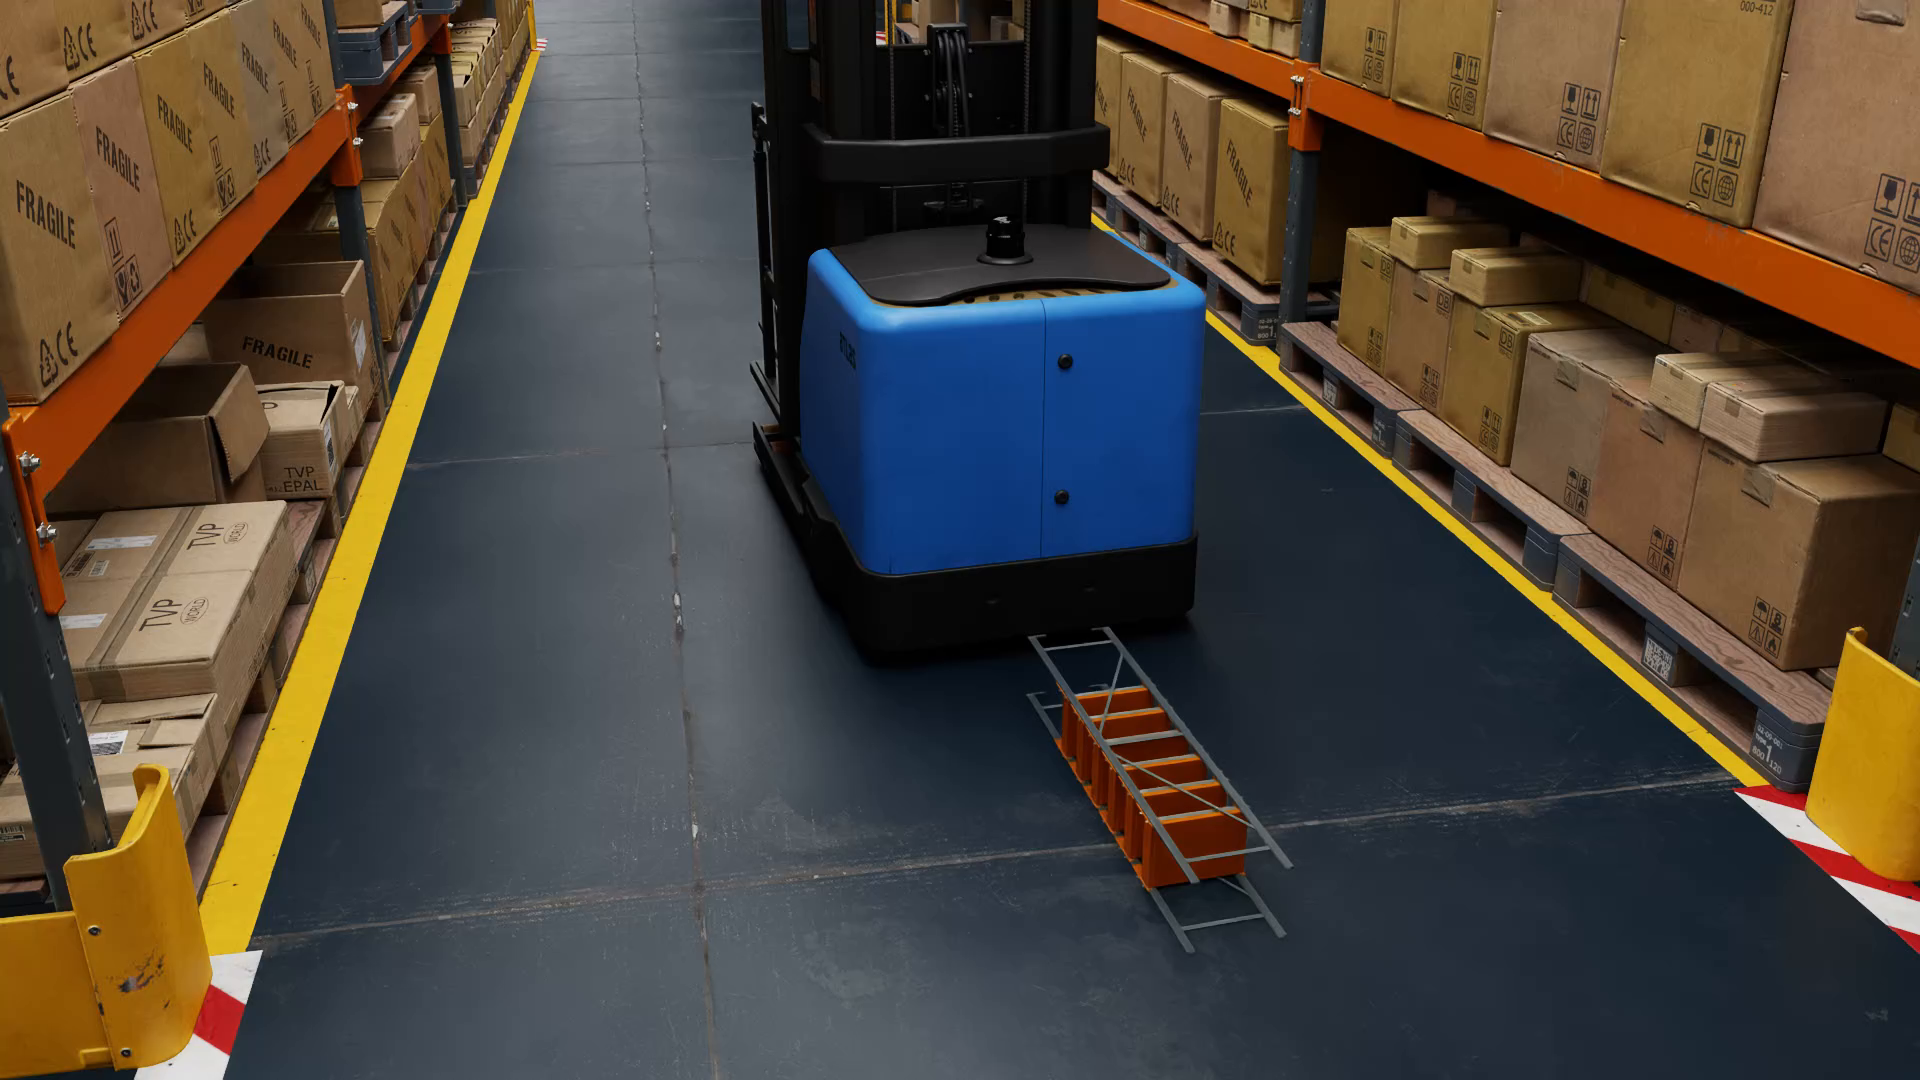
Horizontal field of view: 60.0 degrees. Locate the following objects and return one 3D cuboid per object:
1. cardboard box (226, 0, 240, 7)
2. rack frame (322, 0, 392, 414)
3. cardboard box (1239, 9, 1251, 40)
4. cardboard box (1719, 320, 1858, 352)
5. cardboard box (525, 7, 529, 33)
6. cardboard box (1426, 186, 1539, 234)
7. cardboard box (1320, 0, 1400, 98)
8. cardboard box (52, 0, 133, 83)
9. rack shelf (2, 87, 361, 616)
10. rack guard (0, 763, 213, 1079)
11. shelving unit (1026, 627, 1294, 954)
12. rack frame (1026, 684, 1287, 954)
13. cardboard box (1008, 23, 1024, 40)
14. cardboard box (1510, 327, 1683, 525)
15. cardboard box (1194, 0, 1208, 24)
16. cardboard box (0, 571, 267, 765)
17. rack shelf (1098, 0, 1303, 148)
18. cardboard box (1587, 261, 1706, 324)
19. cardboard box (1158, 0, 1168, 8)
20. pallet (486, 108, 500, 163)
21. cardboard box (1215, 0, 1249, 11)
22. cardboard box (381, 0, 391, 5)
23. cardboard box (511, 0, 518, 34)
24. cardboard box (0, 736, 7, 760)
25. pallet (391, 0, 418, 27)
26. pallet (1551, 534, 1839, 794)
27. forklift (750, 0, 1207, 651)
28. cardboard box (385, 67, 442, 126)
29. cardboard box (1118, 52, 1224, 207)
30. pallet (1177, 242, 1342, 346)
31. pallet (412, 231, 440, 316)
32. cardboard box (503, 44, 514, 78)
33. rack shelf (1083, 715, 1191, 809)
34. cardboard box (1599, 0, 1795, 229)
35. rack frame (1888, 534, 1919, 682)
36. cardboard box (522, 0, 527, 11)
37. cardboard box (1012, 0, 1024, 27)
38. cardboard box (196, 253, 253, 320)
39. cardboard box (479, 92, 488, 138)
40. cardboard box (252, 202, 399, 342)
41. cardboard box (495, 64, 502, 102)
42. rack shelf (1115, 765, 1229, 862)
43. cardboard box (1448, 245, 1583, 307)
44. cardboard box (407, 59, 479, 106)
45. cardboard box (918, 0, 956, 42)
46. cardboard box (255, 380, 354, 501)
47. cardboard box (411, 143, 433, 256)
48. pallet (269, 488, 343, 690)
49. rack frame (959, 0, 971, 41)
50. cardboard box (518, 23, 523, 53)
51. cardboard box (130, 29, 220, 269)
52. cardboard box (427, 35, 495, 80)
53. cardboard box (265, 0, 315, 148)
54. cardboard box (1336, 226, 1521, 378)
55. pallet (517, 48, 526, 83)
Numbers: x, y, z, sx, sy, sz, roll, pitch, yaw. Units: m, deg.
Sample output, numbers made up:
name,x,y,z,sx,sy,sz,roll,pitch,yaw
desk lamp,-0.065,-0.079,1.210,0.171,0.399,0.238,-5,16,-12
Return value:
name,x,y,z,sx,sy,sz,roll,pitch,yaw
cardboard box,-2.359,-1.816,4.787,0.500,0.500,0.500,-4,24,-9
rack frame,-2.897,-1.891,6.333,1.000,3.000,0.127,-4,24,-10
cardboard box,1.556,-2.468,7.943,0.380,0.149,0.250,-4,24,-8
cardboard box,2.562,-0.562,5.076,0.380,0.149,0.250,-4,24,-9
cardboard box,-4.727,-5.355,17.174,0.500,0.250,0.500,-4,24,-10
cardboard box,2.176,-1.374,6.936,0.380,0.149,0.250,-4,24,-10
cardboard box,2.055,-2.182,6.624,0.980,0.700,0.700,-4,24,-9
cardboard box,-2.085,-1.221,3.424,0.500,0.500,0.500,-4,24,-9
rack shelf,-2.527,-0.775,4.676,1.077,0.370,4.000,-4,24,-10
rack guard,-2.172,0.798,3.299,1.175,0.500,0.348,-4,24,-10
shelving unit,0.460,0.578,4.181,0.258,0.189,1.200,-6,25,-14
rack frame,0.460,0.662,4.218,0.240,0.006,1.200,-6,25,-14
cardboard box,0.788,-3.975,13.676,0.700,0.500,0.500,-5,24,-11
cardboard box,2.296,-0.396,5.507,0.700,0.500,0.500,-5,24,-11
cardboard box,1.438,-2.769,8.630,0.380,0.149,0.250,-5,24,-11
cardboard box,-2.072,0.309,4.181,0.500,0.250,0.500,-4,24,-10
rack shelf,1.601,-2.717,9.121,1.077,0.370,4.000,-4,24,-10
cardboard box,2.420,-0.862,5.764,0.380,0.149,0.250,-5,24,-11
cardboard box,1.329,-3.076,9.335,0.380,0.149,0.250,-4,24,-9
pallet,-3.973,-2.993,12.338,1.003,0.211,1.213,-4,24,-10
cardboard box,1.533,-2.814,7.923,0.500,0.500,0.500,-4,24,-9
cardboard box,-2.954,-2.598,7.302,0.700,0.500,0.500,-1,24,-1
cardboard box,-4.340,-4.913,15.225,0.500,0.500,0.500,-4,24,-10
cardboard box,-2.487,0.417,4.038,0.380,0.166,0.250,-4,24,-10
pallet,-3.273,-2.612,8.223,1.003,0.211,1.213,-4,24,-10
pallet,2.485,0.283,4.838,1.003,0.211,1.213,-4,24,-10
forklift,-0.166,-1.583,5.713,1.130,2.935,3.031,-6,24,-14
cardboard box,-3.219,-2.492,9.345,0.500,0.250,0.500,-3,24,-8
cardboard box,1.394,-2.396,9.650,0.750,0.750,0.750,-4,24,-10
pallet,1.754,-1.280,8.416,1.003,0.211,1.213,-4,24,-10
pallet,-3.314,-1.412,8.718,1.003,0.211,1.213,-4,24,-10
cardboard box,-4.164,-4.175,14.473,0.500,0.250,0.500,-4,24,-10
rack shelf,0.449,0.561,4.220,0.258,0.180,0.103,-6,25,-14
cardboard box,2.460,-1.309,4.624,0.980,0.700,0.700,-4,24,-10
rack frame,2.710,-0.686,3.573,1.000,3.000,0.127,-4,24,-10
cardboard box,-4.725,-5.699,17.024,0.500,0.500,0.500,-4,24,-10
cardboard box,0.728,-4.345,13.587,0.500,0.250,0.500,-5,24,-11
cardboard box,-3.270,-1.120,7.141,0.500,0.500,0.500,-4,24,-10
cardboard box,-3.641,-3.027,11.843,0.500,0.250,0.500,-5,24,-11
cardboard box,-2.747,-1.156,7.222,0.500,0.500,0.500,-5,24,-12
cardboard box,-3.923,-3.630,13.224,0.500,0.250,0.500,-5,24,-11
rack shelf,0.511,0.655,4.008,0.258,0.180,0.103,-6,25,-14
cardboard box,1.989,-0.949,5.962,0.380,0.149,0.250,-5,24,-11
cardboard box,-3.550,-3.088,11.283,0.500,0.311,0.500,-5,24,-11
cardboard box,-0.017,-5.240,16.574,0.700,0.500,0.500,-6,24,-13
cardboard box,-2.374,-0.363,5.643,0.500,0.311,0.500,-4,24,-10
cardboard box,-3.035,-1.761,8.607,0.500,0.500,0.500,-5,24,-12
pallet,-2.542,0.138,5.172,1.003,0.211,1.213,-4,24,-10
rack frame,0.491,-5.406,14.381,1.000,3.000,0.127,-4,24,-10
cardboard box,-4.437,-4.766,15.825,0.500,0.250,0.500,-4,24,-10
cardboard box,-2.171,-0.958,4.071,0.500,0.500,0.500,-4,24,-10
cardboard box,-3.828,-3.689,12.658,0.500,0.311,0.500,-4,24,-10
cardboard box,-2.456,-1.557,5.442,0.500,0.500,0.500,-4,24,-8
cardboard box,2.008,-1.005,6.901,0.700,0.500,0.500,-4,24,-9
pallet,-4.711,-4.557,15.920,1.003,0.211,1.213,-4,24,-10
